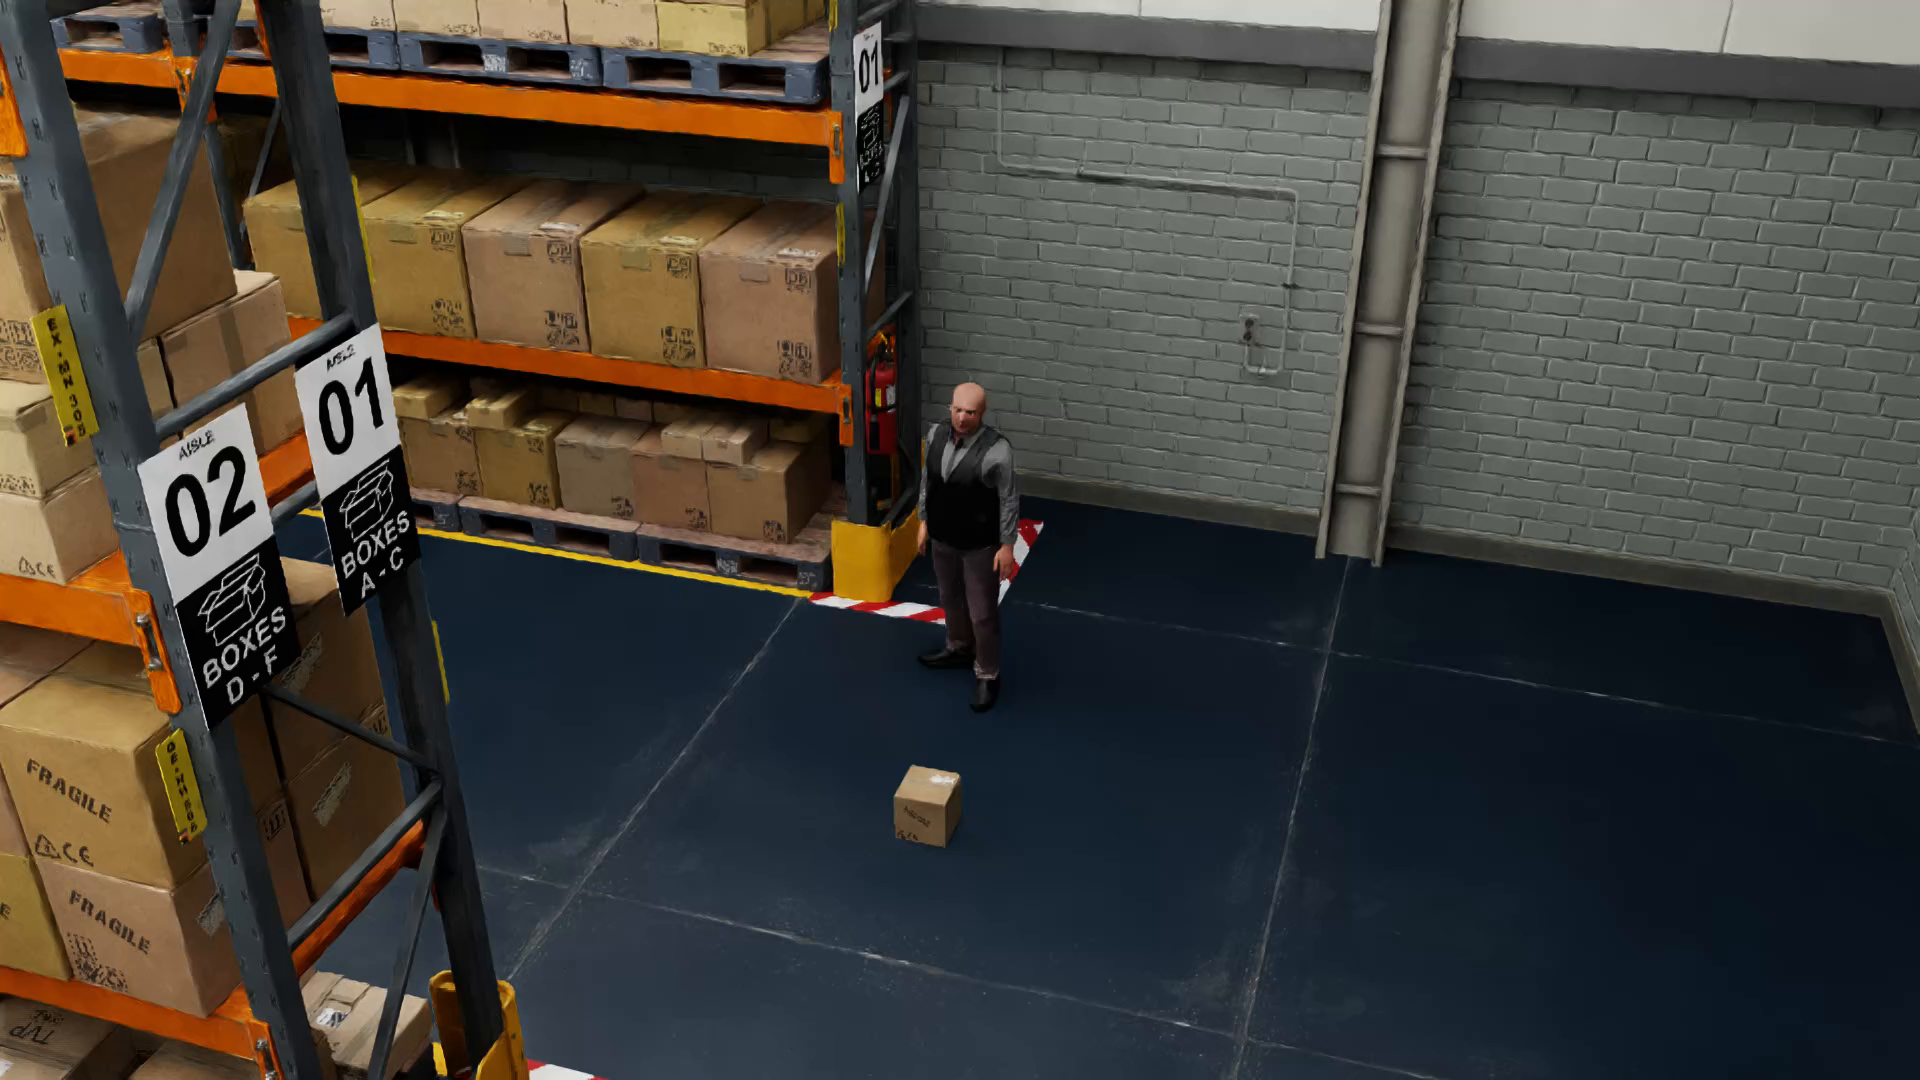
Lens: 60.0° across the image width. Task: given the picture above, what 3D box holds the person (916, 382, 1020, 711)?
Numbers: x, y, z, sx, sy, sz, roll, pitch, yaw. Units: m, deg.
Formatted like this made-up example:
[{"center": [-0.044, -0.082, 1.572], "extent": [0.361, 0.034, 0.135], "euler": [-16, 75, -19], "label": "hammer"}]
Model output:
[{"center": [0.021, -0.006, 8.509], "extent": [0.609, 1.733, 0.393], "euler": [23, 36, 35], "label": "person"}]
